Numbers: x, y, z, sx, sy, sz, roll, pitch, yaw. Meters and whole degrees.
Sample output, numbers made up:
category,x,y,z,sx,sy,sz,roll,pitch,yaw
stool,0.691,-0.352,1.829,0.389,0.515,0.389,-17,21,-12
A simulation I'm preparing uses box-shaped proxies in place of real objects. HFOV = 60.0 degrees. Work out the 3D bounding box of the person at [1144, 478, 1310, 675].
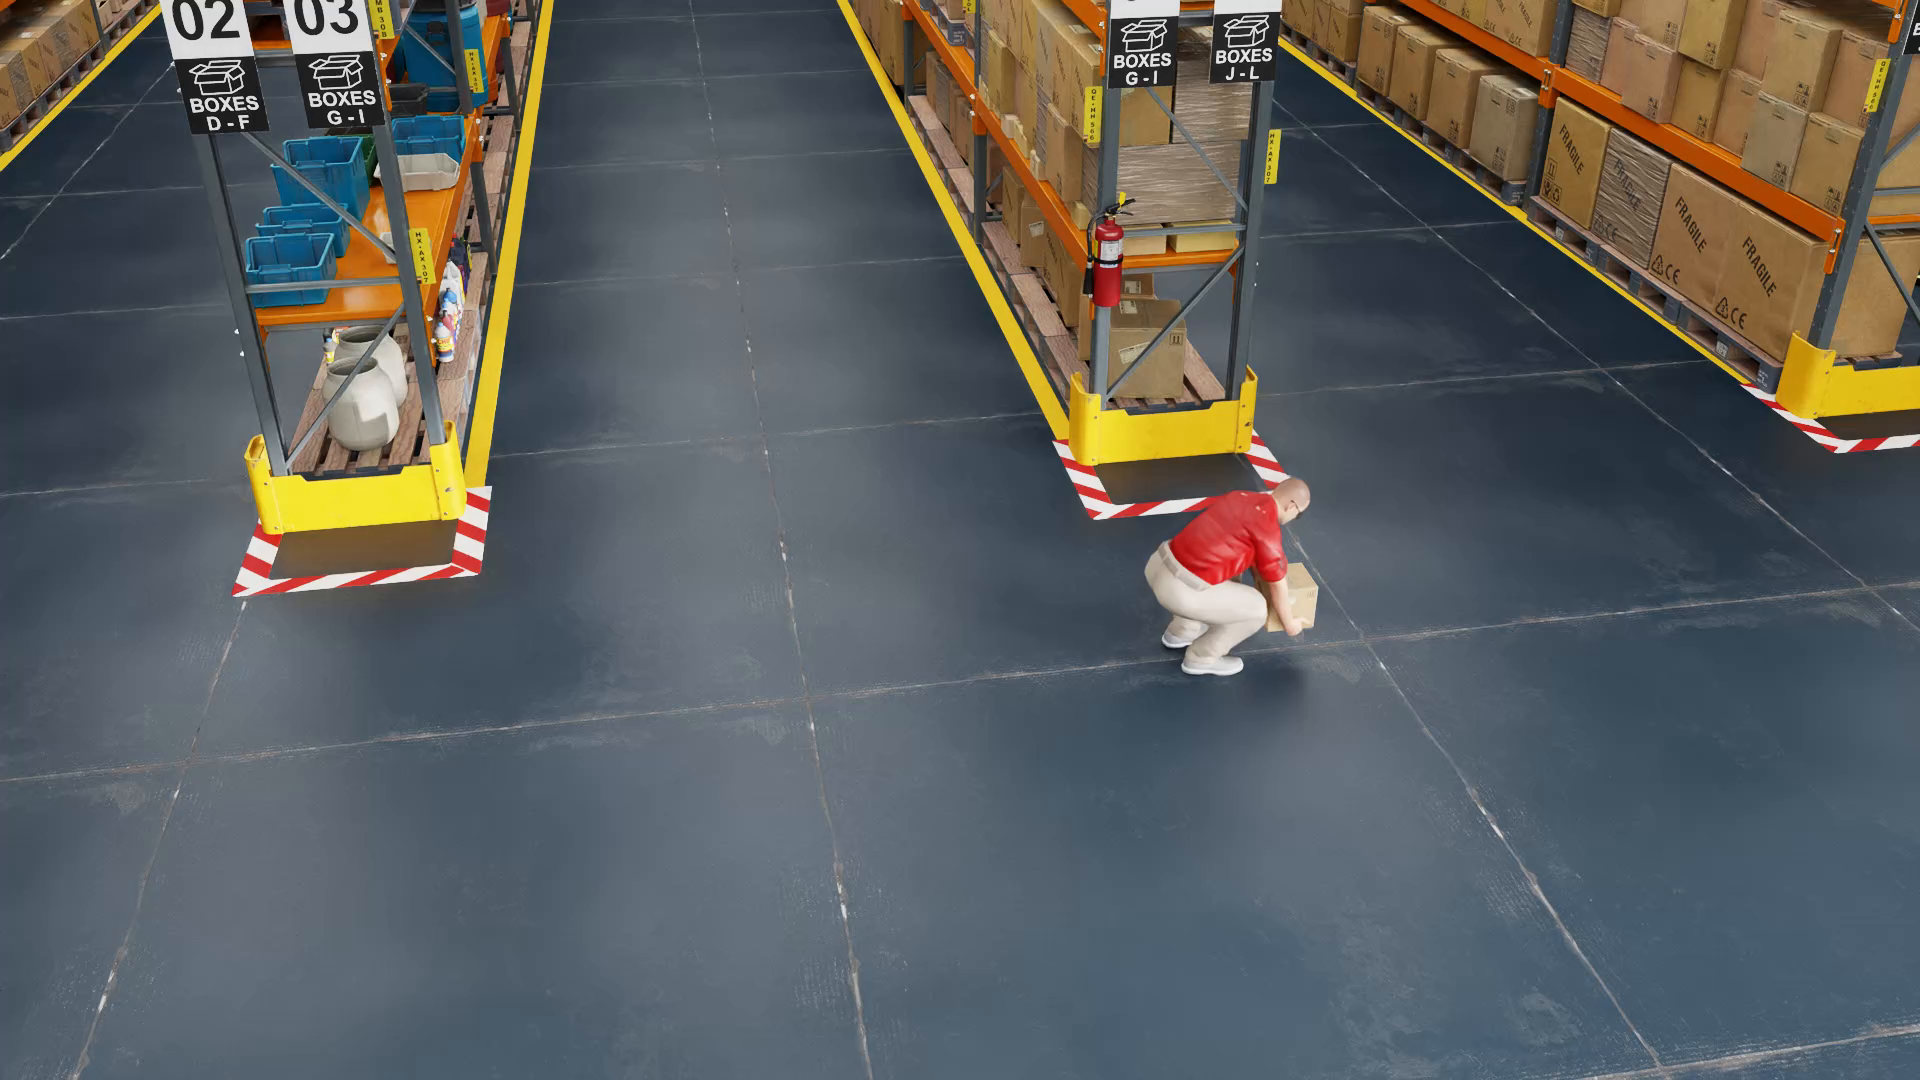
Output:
category,x,y,z,sx,sy,sz,roll,pitch,yaw
person,1.379,0.179,8.584,0.854,0.997,0.525,-6,31,-10
